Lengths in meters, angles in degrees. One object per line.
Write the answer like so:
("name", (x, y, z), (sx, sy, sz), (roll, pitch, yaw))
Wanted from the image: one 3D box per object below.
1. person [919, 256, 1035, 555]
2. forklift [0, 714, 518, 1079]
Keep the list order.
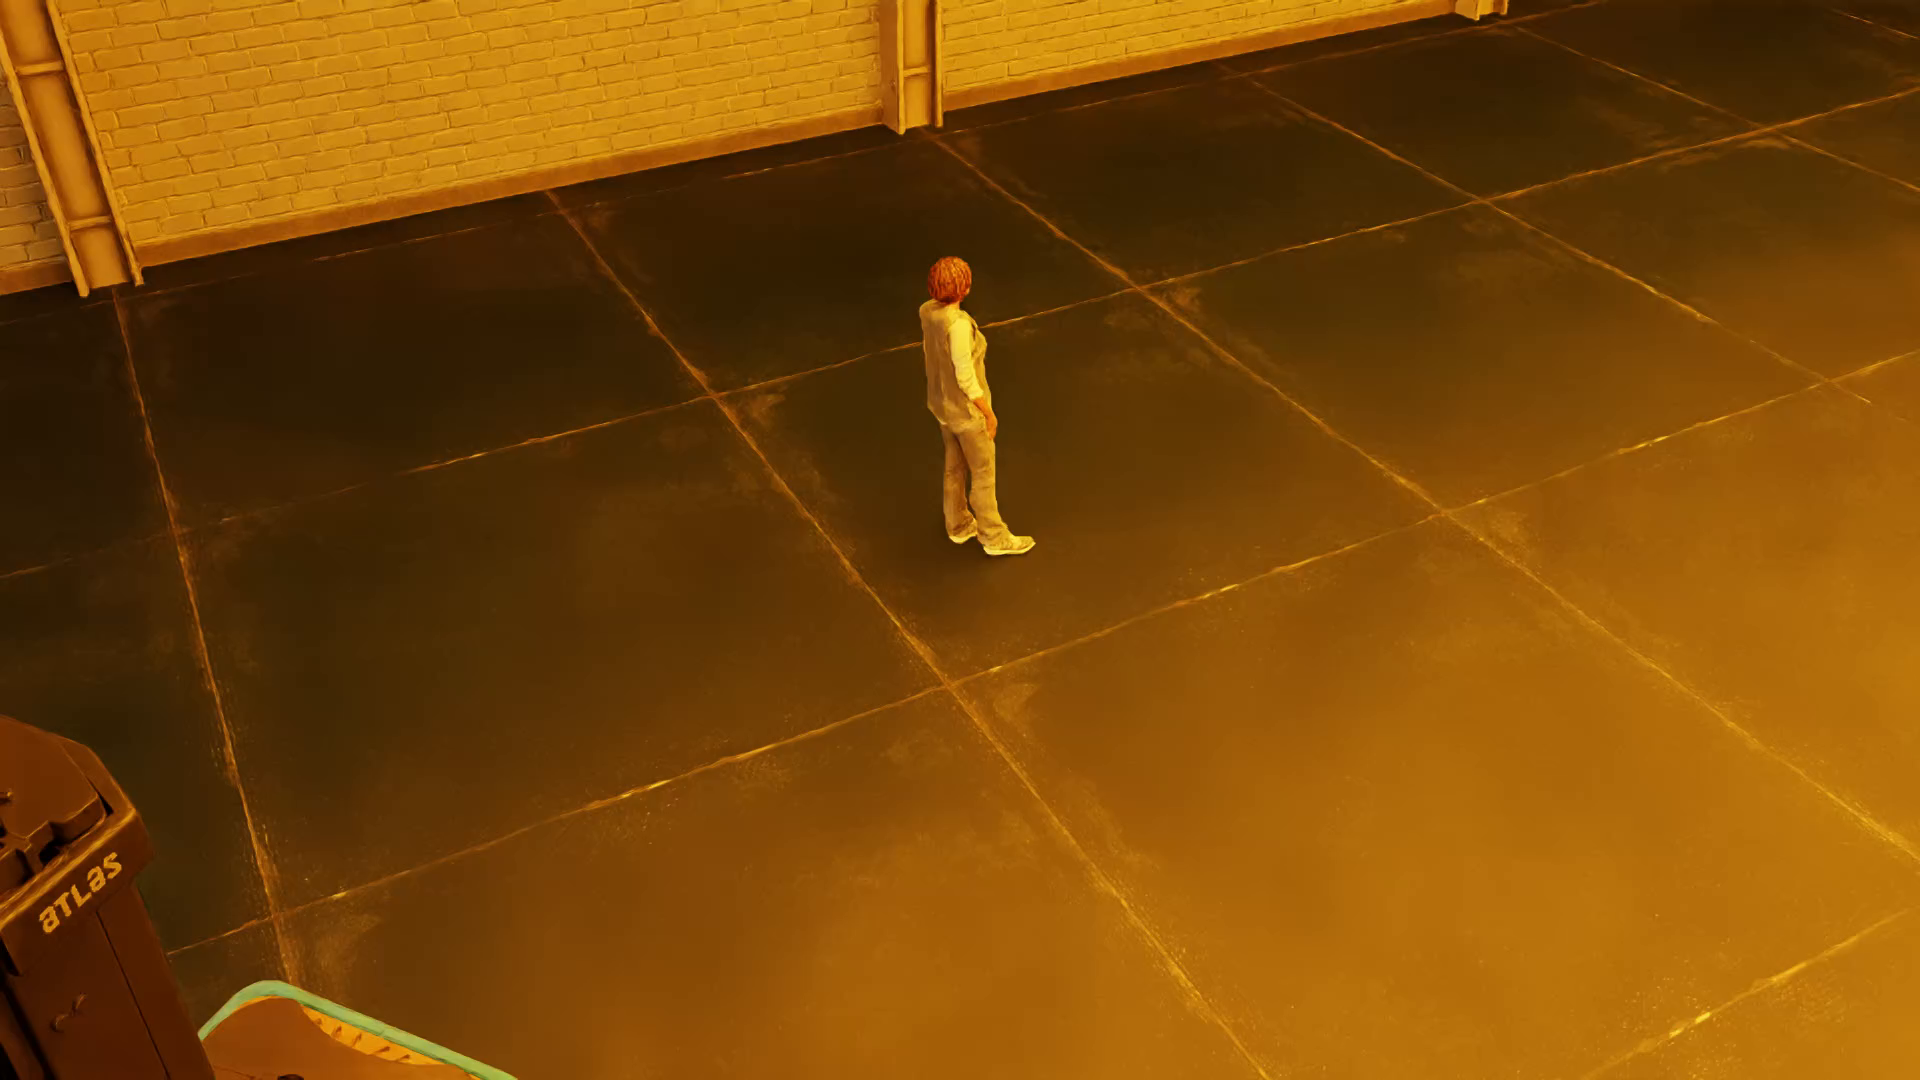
("person", (0.072, -0.671, 8.216), (0.474, 1.597, 0.521), (-17, 39, -23))
("forklift", (-2.254, 1.866, 3.484), (1.130, 2.935, 3.031), (14, 38, 19))
